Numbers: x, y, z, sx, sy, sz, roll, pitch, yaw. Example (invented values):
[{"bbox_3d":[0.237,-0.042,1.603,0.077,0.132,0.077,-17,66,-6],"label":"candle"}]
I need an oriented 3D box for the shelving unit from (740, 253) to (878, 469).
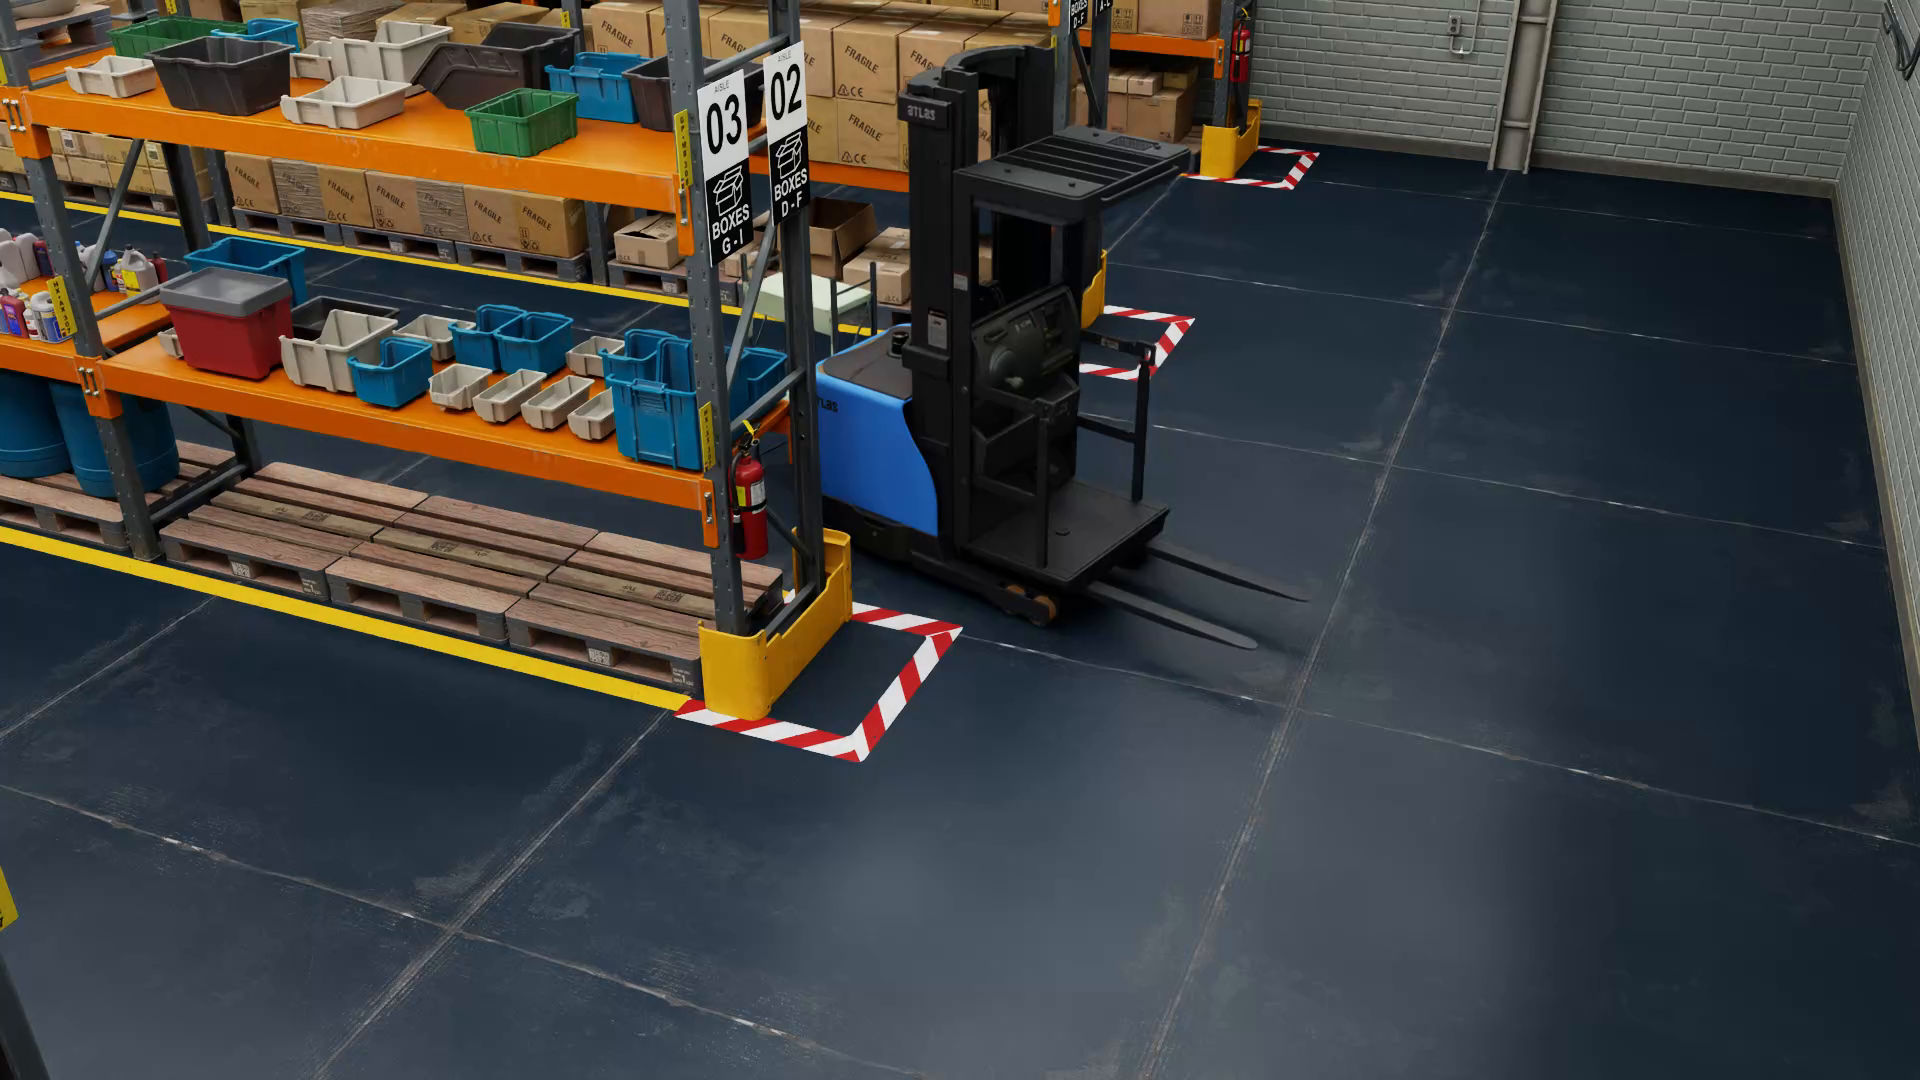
[{"bbox_3d":[-0.931,-1.072,10.533,0.755,1.500,0.431,21,35,32],"label":"shelving unit"}]

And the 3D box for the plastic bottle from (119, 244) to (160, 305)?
[{"bbox_3d":[-4.940,-1.604,10.002,0.185,0.351,0.144,11,31,19],"label":"plastic bottle"}]

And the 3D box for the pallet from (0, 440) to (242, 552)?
[{"bbox_3d":[-5.398,-0.353,10.572,1.213,0.211,1.003,11,31,19],"label":"pallet"}]

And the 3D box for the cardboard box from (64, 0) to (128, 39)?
[{"bbox_3d":[-8.100,-4.750,15.415,0.500,0.500,0.500,10,31,16],"label":"cardboard box"}]

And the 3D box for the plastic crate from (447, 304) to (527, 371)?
[{"bbox_3d":[-2.595,-1.114,9.192,0.300,0.233,0.416,11,31,19],"label":"plastic crate"}]

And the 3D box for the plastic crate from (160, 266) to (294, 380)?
[{"bbox_3d":[-3.965,-1.180,9.075,0.583,0.464,0.402,11,31,19],"label":"plastic crate"}]

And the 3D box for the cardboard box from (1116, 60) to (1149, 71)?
[{"bbox_3d":[1.768,-4.805,17.068,0.250,0.149,0.380,11,31,19],"label":"cardboard box"}]

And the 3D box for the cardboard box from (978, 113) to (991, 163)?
[{"bbox_3d":[0.356,-2.926,12.187,0.500,0.500,0.500,12,32,21],"label":"cardboard box"}]

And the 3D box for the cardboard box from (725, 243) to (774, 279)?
[{"bbox_3d":[-1.720,-2.290,13.596,0.250,0.166,0.380,11,31,19],"label":"cardboard box"}]

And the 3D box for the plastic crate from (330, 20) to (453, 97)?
[{"bbox_3d":[-2.930,-2.471,8.556,0.530,0.282,0.437,11,31,19],"label":"plastic crate"}]

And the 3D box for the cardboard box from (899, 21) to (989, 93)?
[{"bbox_3d":[-0.110,-3.452,12.103,0.500,0.500,0.500,12,32,20],"label":"cardboard box"}]

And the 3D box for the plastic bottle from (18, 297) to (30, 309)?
[{"bbox_3d":[-5.404,-1.306,9.625,0.097,0.201,0.097,0,29,0],"label":"plastic bottle"}]

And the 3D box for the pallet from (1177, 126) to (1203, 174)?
[{"bbox_3d":[1.962,-4.081,17.167,1.213,0.211,1.003,11,31,19],"label":"pallet"}]

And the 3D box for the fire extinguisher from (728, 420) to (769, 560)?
[{"bbox_3d":[-1.023,-0.234,7.985,0.183,0.674,0.296,11,31,19],"label":"fire extinguisher"}]

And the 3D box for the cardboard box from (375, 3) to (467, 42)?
[{"bbox_3d":[-4.493,-4.188,13.995,0.500,0.500,0.700,4,30,6],"label":"cardboard box"}]

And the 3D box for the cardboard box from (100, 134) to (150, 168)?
[{"bbox_3d":[-7.601,-3.711,15.476,0.500,0.311,0.500,11,31,18],"label":"cardboard box"}]

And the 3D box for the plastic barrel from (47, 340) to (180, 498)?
[{"bbox_3d":[-5.196,-0.783,10.204,0.708,0.901,0.600,11,31,19],"label":"plastic barrel"}]

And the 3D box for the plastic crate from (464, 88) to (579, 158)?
[{"bbox_3d":[-2.013,-1.931,7.697,0.336,0.188,0.450,11,31,19],"label":"plastic crate"}]

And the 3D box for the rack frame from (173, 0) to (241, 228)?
[{"bbox_3d":[-6.539,-4.403,14.903,0.127,3.000,1.000,11,31,19],"label":"rack frame"}]

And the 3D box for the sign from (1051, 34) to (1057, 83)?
[{"bbox_3d":[0.647,-3.316,11.481,0.005,0.325,0.100,11,31,19],"label":"sign"}]

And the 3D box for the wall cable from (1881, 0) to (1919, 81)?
[{"bbox_3d":[7.839,-5.233,13.431,0.112,2.526,3.097,11,31,19],"label":"wall cable"}]

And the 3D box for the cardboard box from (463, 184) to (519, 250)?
[{"bbox_3d":[-3.853,-2.823,14.200,0.500,0.500,0.500,11,31,19],"label":"cardboard box"}]

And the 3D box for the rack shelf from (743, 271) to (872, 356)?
[{"bbox_3d":[-0.931,-1.411,10.341,0.720,0.370,0.431,21,35,32],"label":"rack shelf"}]

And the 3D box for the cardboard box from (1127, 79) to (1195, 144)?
[{"bbox_3d":[2.047,-4.361,16.942,0.500,0.500,0.700,11,31,19],"label":"cardboard box"}]

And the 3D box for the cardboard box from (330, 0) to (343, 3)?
[{"bbox_3d":[-7.289,-6.624,20.163,0.500,0.250,0.500,11,31,18],"label":"cardboard box"}]

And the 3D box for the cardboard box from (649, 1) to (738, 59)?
[{"bbox_3d":[-2.024,-3.831,12.774,0.500,0.500,0.500,10,31,18],"label":"cardboard box"}]

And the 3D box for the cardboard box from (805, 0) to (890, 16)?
[{"bbox_3d":[-0.858,-3.886,12.871,0.500,0.500,0.500,11,31,19],"label":"cardboard box"}]

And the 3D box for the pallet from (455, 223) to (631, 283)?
[{"bbox_3d":[-3.601,-2.583,14.516,1.213,0.211,1.003,11,31,19],"label":"pallet"}]

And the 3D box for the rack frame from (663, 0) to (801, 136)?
[{"bbox_3d":[-0.992,-3.277,6.814,0.127,3.000,1.000,11,31,19],"label":"rack frame"}]

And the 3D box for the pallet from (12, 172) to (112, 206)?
[{"bbox_3d":[-8.414,-3.586,16.291,1.213,0.211,1.003,11,31,19],"label":"pallet"}]

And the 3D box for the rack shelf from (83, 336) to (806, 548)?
[{"bbox_3d":[-2.845,-0.722,9.122,4.000,0.370,1.077,11,31,19],"label":"rack shelf"}]

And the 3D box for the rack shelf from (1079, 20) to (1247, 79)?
[{"bbox_3d":[0.880,-5.240,17.114,4.000,0.370,1.077,11,31,19],"label":"rack shelf"}]

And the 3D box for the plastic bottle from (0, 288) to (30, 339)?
[{"bbox_3d":[-5.417,-1.302,9.536,0.133,0.283,0.061,11,31,19],"label":"plastic bottle"}]

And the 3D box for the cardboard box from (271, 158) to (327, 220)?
[{"bbox_3d":[-5.738,-3.198,14.864,0.500,0.500,0.500,10,31,17],"label":"cardboard box"}]

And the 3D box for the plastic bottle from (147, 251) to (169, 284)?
[{"bbox_3d":[-4.878,-1.617,10.093,0.133,0.283,0.061,11,31,19],"label":"plastic bottle"}]

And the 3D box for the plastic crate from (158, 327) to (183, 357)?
[{"bbox_3d":[-4.321,-1.166,9.382,0.243,0.136,0.396,11,31,19],"label":"plastic crate"}]

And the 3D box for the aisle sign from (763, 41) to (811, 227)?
[{"bbox_3d":[-0.814,-1.919,7.867,0.004,0.787,0.394,11,31,19],"label":"aisle sign"}]

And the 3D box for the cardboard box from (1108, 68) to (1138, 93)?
[{"bbox_3d":[1.622,-4.631,16.761,0.250,0.149,0.380,12,32,20],"label":"cardboard box"}]

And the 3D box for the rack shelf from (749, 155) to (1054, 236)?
[{"bbox_3d":[-0.979,-2.980,13.117,4.000,0.370,1.077,11,31,19],"label":"rack shelf"}]

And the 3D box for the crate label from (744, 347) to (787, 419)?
[{"bbox_3d":[-1.097,-0.815,8.663,0.303,0.233,0.416,11,31,19],"label":"crate label"}]

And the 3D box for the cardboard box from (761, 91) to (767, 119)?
[{"bbox_3d":[-1.525,-3.302,12.852,0.500,0.500,0.500,11,31,19],"label":"cardboard box"}]

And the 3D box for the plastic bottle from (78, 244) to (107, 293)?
[{"bbox_3d":[-5.323,-1.679,10.209,0.135,0.276,0.152,11,31,19],"label":"plastic bottle"}]

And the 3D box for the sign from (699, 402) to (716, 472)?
[{"bbox_3d":[-1.184,-0.483,7.801,0.005,0.325,0.100,11,31,19],"label":"sign"}]

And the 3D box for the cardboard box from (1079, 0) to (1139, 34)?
[{"bbox_3d":[1.578,-5.533,16.596,0.700,0.700,0.980,11,31,19],"label":"cardboard box"}]

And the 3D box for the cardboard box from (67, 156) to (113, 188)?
[{"bbox_3d":[-8.062,-3.563,15.785,0.500,0.250,0.500,12,32,20],"label":"cardboard box"}]

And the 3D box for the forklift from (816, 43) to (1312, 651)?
[{"bbox_3d":[0.536,-1.090,9.111,3.031,2.935,1.130,21,35,32],"label":"forklift"}]

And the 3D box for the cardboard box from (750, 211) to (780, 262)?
[{"bbox_3d":[-1.503,-2.570,13.944,0.500,0.311,0.500,11,31,19],"label":"cardboard box"}]

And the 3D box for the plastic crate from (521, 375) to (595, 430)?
[{"bbox_3d":[-2.079,-0.705,8.568,0.243,0.136,0.396,11,31,19],"label":"plastic crate"}]
